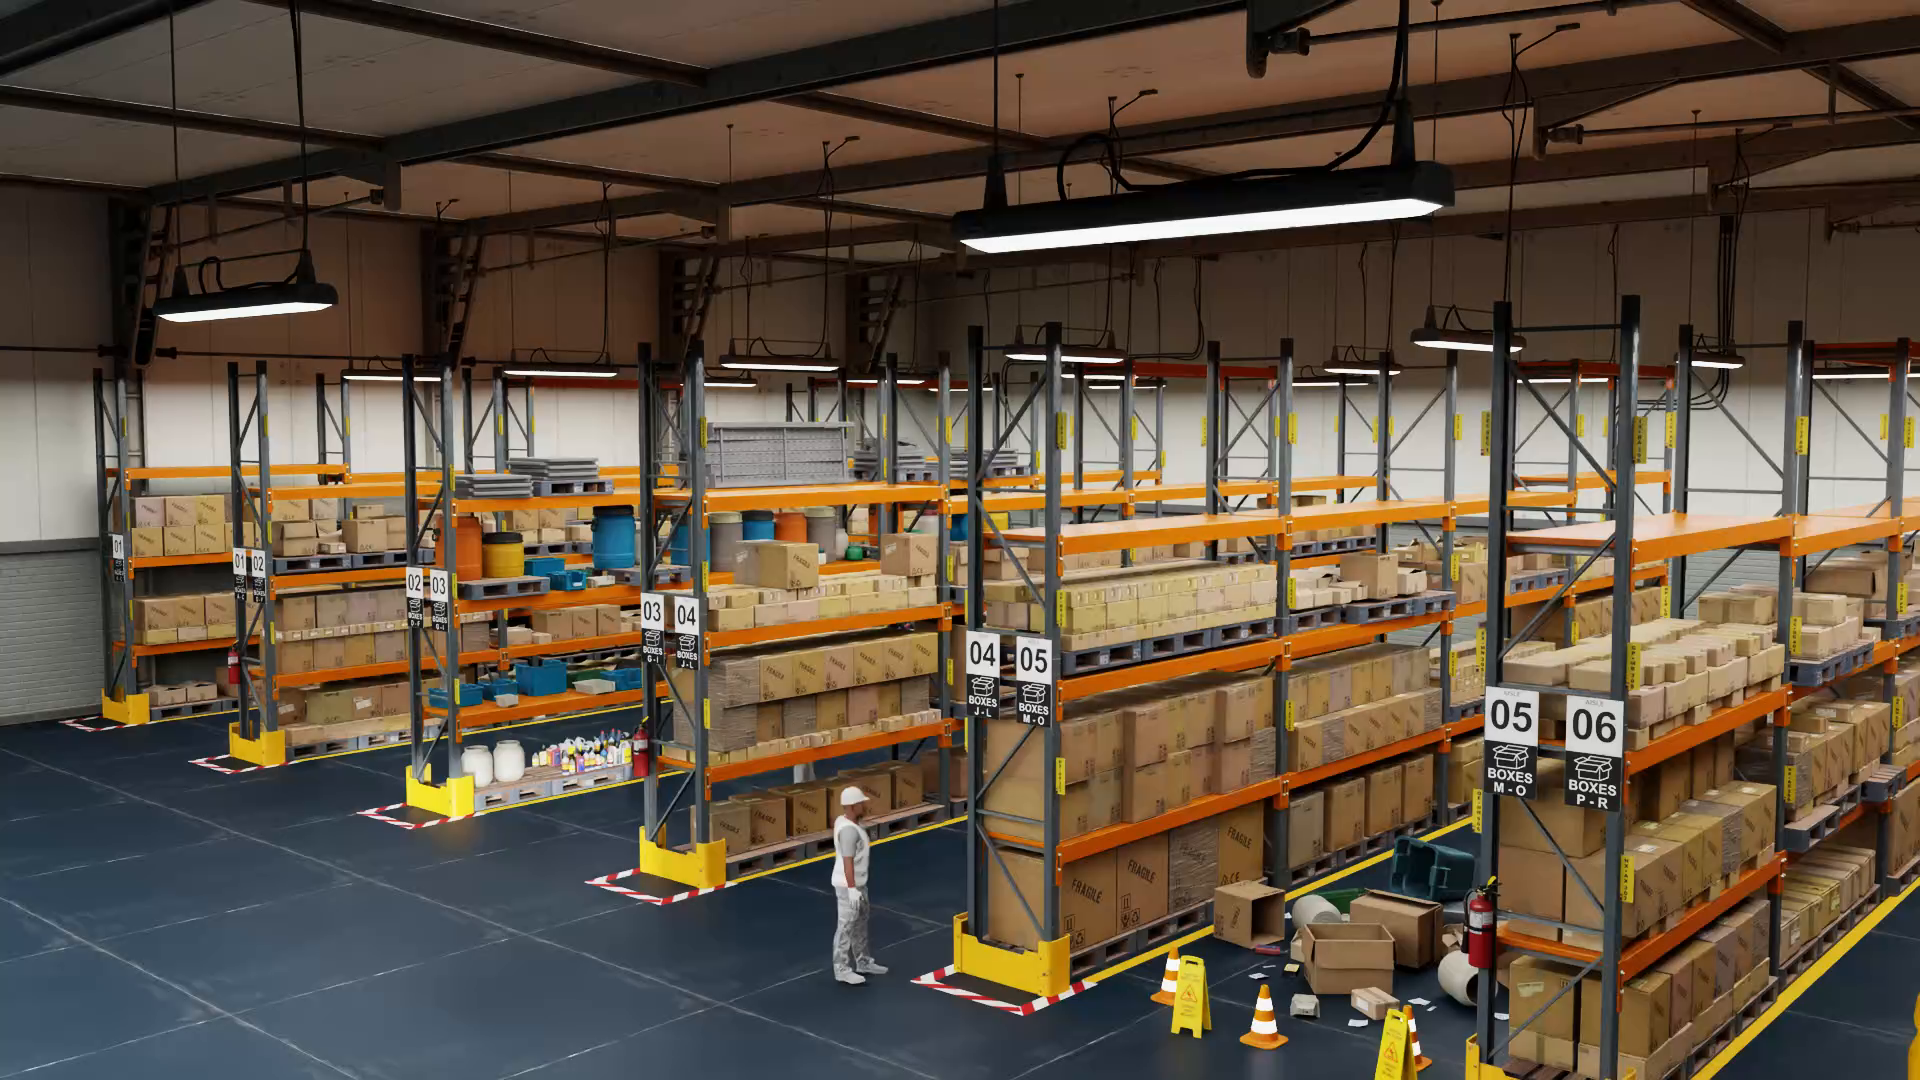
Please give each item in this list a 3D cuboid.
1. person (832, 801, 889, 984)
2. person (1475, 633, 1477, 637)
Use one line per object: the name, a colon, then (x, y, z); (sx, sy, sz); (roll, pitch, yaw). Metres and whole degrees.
person: (-0.925, 3.180, 15.250); (0.505, 1.768, 0.608); (0, 4, 2)
person: (9.308, 2.317, 29.436); (0.451, 1.382, 0.388); (2, 4, 20)
